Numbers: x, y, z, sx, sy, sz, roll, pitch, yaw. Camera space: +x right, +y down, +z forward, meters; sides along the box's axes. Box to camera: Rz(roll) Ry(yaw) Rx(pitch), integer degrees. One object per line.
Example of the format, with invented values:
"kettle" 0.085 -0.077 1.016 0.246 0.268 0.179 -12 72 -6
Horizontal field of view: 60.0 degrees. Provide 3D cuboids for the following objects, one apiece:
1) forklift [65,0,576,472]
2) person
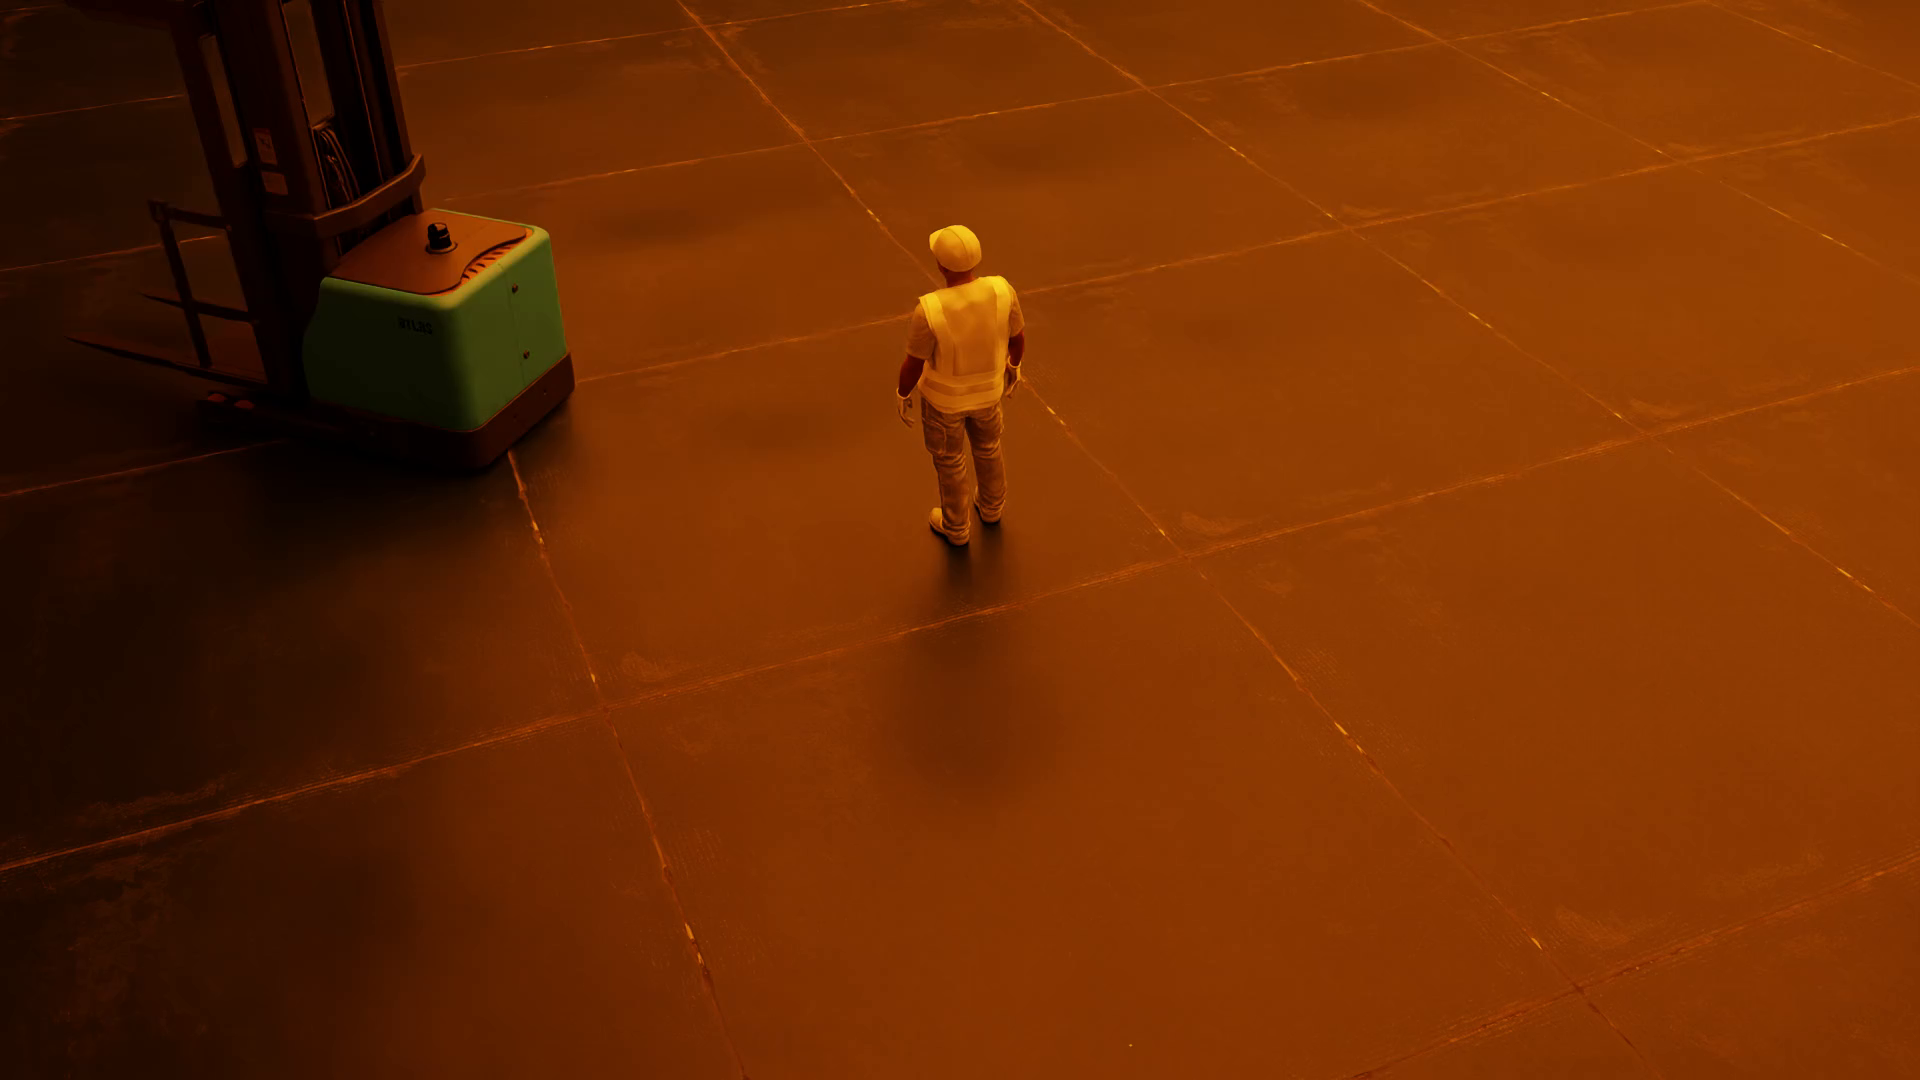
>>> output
"forklift" -3.829 -2.099 9.050 3.031 2.935 1.130 13 37 17
"person" -0.021 -0.773 8.164 0.657 1.785 0.575 -14 38 -19
